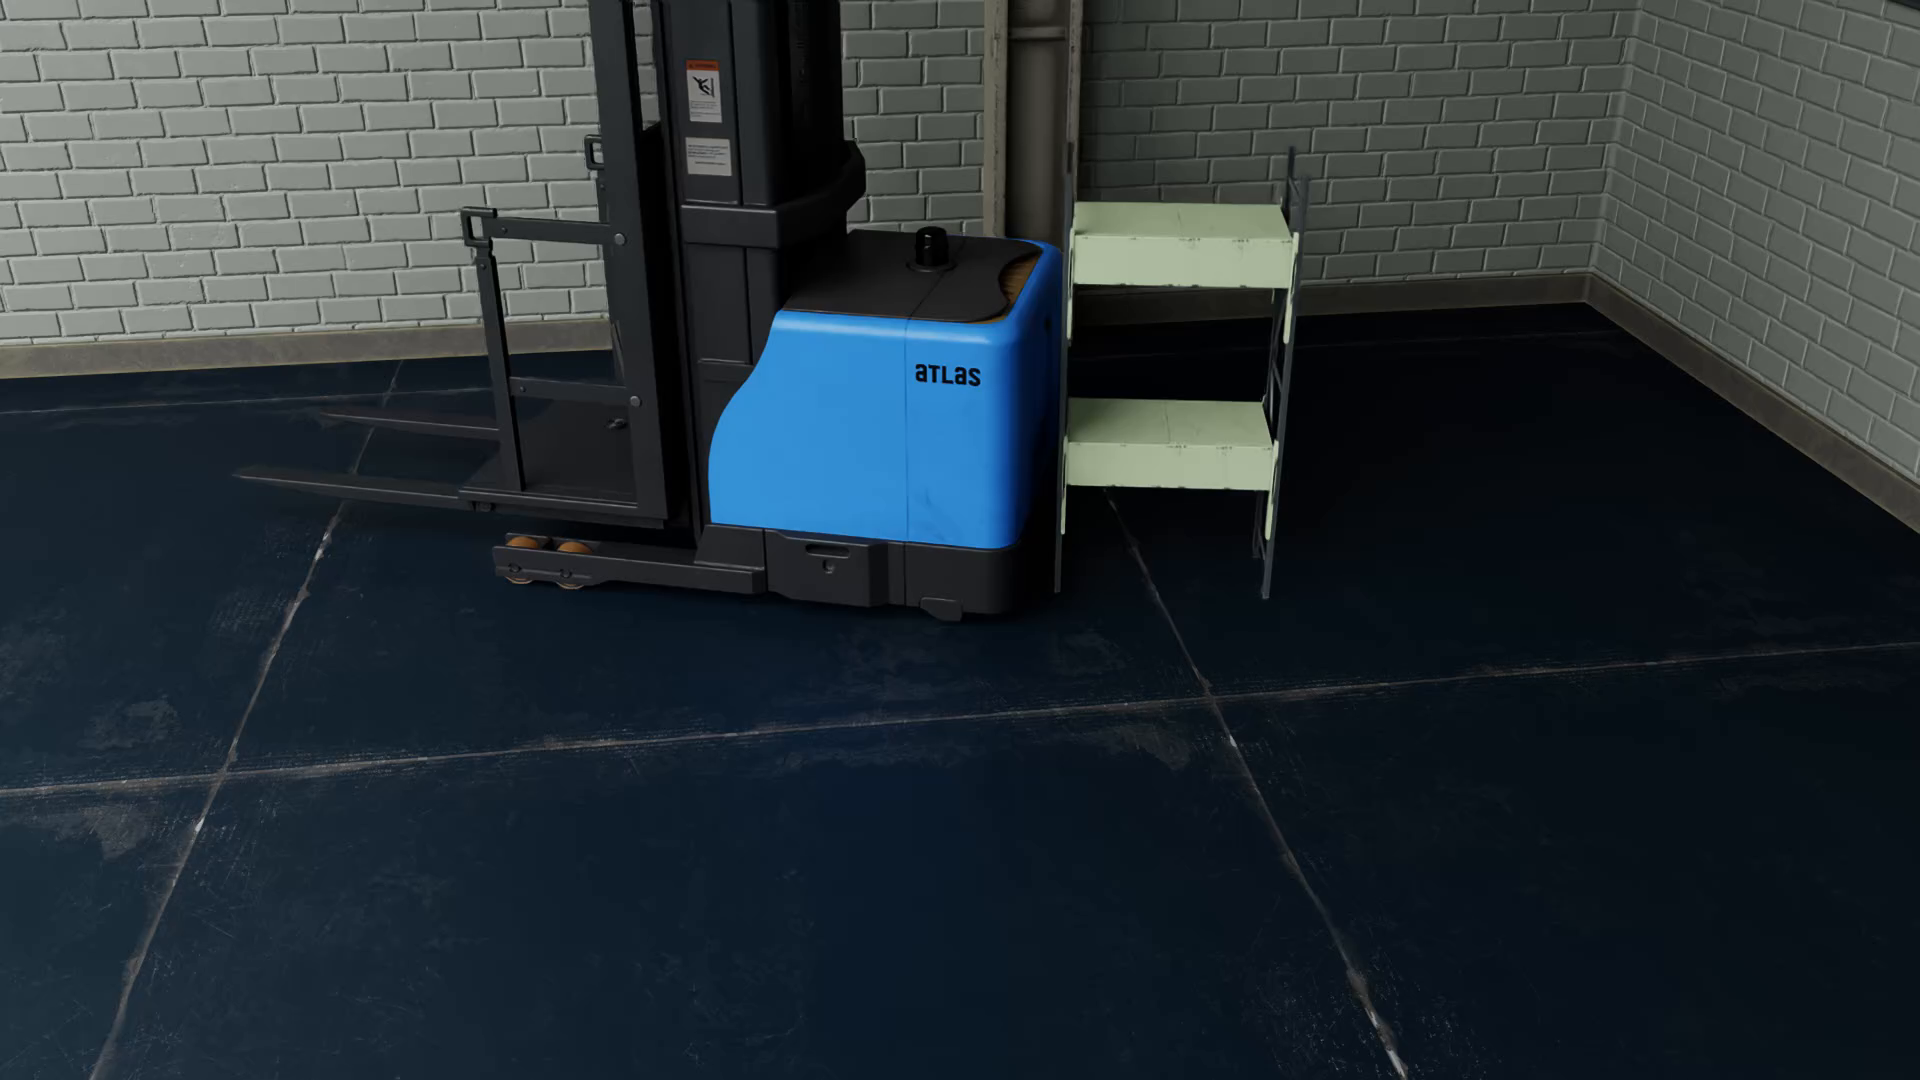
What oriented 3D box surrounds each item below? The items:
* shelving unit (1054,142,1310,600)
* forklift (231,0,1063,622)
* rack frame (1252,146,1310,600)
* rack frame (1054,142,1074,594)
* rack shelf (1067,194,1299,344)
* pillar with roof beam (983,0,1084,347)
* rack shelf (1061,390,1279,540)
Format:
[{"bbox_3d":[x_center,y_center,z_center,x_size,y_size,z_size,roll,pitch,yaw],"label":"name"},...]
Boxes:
[{"bbox_3d":[0.721,-0.558,5.695,0.755,1.500,0.431,2,27,3],"label":"shelving unit"},{"bbox_3d":[-1.188,-1.357,5.684,3.031,2.935,1.130,5,28,11],"label":"forklift"},{"bbox_3d":[1.087,-0.548,5.675,0.023,1.500,0.400,2,27,3],"label":"rack frame"},{"bbox_3d":[0.356,-0.569,5.715,0.023,1.500,0.400,2,27,3],"label":"rack frame"},{"bbox_3d":[0.721,-0.906,5.517,0.720,0.370,0.431,2,27,3],"label":"rack shelf"},{"bbox_3d":[0.931,-3.056,2.349,0.400,9.000,9.100,-4,27,-7],"label":"pillar with roof beam"},{"bbox_3d":[0.721,-0.268,5.844,0.720,0.370,0.431,2,27,3],"label":"rack shelf"}]
